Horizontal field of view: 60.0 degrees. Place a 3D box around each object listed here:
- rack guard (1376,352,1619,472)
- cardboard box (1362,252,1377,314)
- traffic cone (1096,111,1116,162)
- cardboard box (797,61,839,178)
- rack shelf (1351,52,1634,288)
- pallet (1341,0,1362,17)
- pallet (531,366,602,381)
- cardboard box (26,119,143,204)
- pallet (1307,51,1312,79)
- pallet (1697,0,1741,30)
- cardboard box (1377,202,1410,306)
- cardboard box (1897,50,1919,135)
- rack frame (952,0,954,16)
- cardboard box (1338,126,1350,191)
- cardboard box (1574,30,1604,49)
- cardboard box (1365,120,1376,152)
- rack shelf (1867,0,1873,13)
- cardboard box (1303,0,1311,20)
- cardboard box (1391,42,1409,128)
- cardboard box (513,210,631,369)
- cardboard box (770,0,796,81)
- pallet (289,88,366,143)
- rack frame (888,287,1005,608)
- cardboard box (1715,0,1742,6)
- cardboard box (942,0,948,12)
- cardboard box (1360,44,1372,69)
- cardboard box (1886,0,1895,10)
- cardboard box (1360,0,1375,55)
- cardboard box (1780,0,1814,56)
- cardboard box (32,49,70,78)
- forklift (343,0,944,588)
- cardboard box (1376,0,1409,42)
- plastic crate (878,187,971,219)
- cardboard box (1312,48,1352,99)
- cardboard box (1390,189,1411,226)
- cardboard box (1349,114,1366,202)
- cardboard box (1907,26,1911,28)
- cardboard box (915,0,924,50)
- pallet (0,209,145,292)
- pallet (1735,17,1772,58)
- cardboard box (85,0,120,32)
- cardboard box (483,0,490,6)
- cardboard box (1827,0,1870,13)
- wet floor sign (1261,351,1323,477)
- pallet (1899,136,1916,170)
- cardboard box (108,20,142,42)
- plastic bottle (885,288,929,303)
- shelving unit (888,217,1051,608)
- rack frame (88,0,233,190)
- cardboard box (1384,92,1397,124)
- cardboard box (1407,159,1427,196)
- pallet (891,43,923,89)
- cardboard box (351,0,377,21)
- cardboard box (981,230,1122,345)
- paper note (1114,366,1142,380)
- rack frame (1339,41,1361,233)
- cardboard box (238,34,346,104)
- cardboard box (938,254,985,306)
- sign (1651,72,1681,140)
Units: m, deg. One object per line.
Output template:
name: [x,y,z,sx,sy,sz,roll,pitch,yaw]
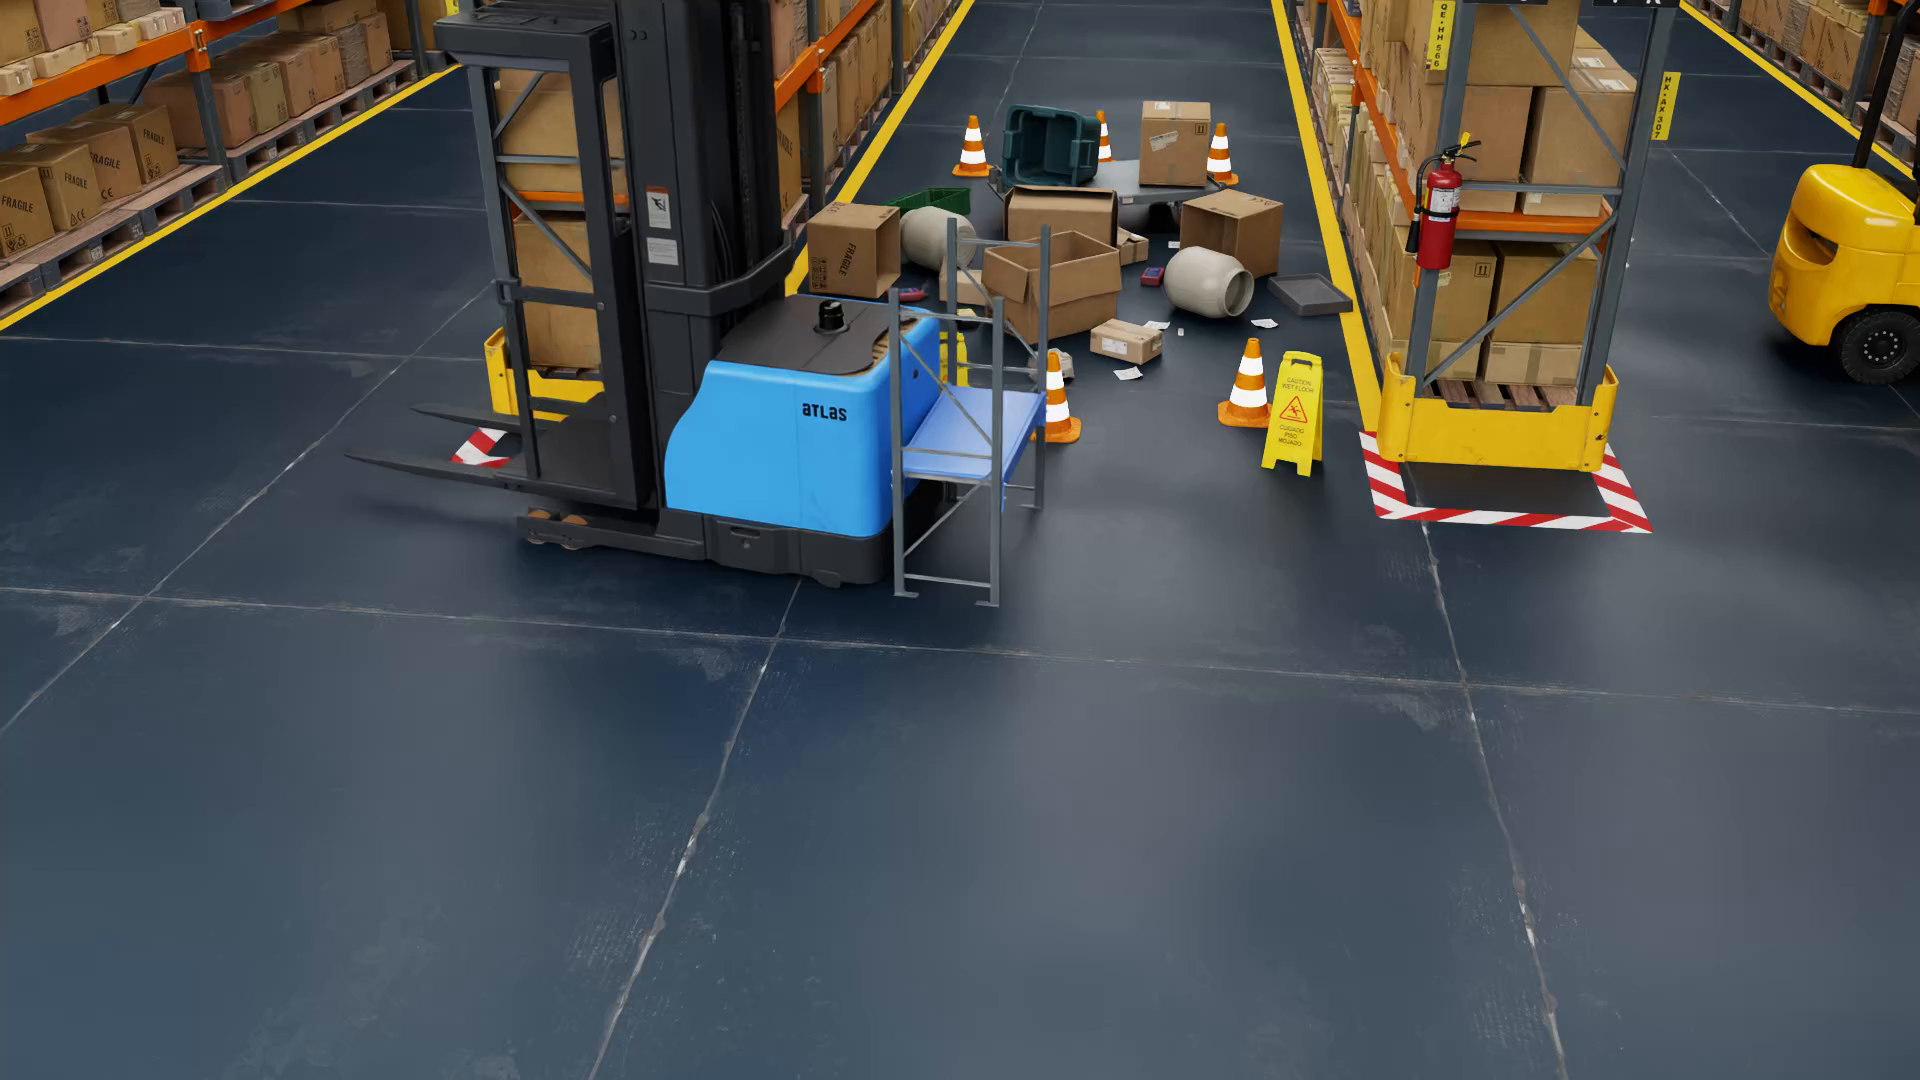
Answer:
rack guard: [2.894,-0.697,9.017,1.175,0.500,0.348,3,28,6]
cardboard box: [2.846,-1.623,10.555,0.500,0.250,0.500,2,28,4]
traffic cone: [1.180,-3.388,14.050,0.336,0.463,0.334,3,28,6]
cardboard box: [-1.564,-3.377,13.285,1.050,0.750,0.750,3,28,6]
rack shelf: [3.129,-2.387,10.276,1.077,0.370,4.000,3,28,6]
pallet: [3.663,-4.509,13.659,1.003,0.211,1.213,3,28,6]
pallet: [-2.020,-1.155,10.172,1.003,0.211,1.213,3,28,6]
cardboard box: [-6.612,-2.849,12.569,0.500,0.500,0.500,13,31,22]
pallet: [4.036,-4.667,16.690,1.003,0.211,1.213,3,28,6]
pallet: [9.367,-6.219,19.572,1.003,0.211,1.213,3,28,6]
cardboard box: [2.784,-1.705,9.917,0.500,0.500,0.500,4,29,8]
cardboard box: [8.629,-3.780,14.164,0.875,0.625,0.625,4,29,8]
rack frame: [-0.570,-7.651,19.288,1.000,3.000,0.127,3,28,6]
cardboard box: [3.436,-2.920,12.835,0.950,0.372,0.625,4,29,7]
cardboard box: [3.339,-2.628,9.546,0.500,0.500,0.500,3,28,5]
cardboard box: [2.898,-2.676,11.035,0.380,0.149,0.250,4,29,8]
rack shelf: [9.036,-5.866,16.734,1.077,0.370,4.000,3,28,6]
cardboard box: [4.358,-6.364,18.697,0.875,0.875,0.875,4,29,8]
cardboard box: [2.808,-2.679,9.641,0.500,0.500,0.500,3,28,6]
cardboard box: [-2.023,-1.575,9.808,0.875,0.875,0.875,4,29,6]
cardboard box: [-1.629,-3.516,11.456,0.875,0.550,0.550,3,28,6]
pallet: [-6.220,-3.936,15.333,1.003,0.211,1.213,3,28,6]
rack frame: [-0.059,-0.382,7.378,0.500,1.500,0.032,7,29,12]
cardboard box: [9.058,-6.333,19.406,0.380,0.149,0.250,3,28,5]
cardboard box: [-0.411,-6.372,19.108,0.500,0.500,0.500,3,28,5]
cardboard box: [3.018,-3.405,11.672,0.380,0.149,0.250,3,28,6]
cardboard box: [9.300,-5.206,16.260,0.380,0.149,0.250,2,28,4]
cardboard box: [3.044,-3.629,11.404,0.500,0.500,0.500,3,28,6]
cardboard box: [8.808,-5.264,17.051,0.500,0.500,0.500,2,28,4]
cardboard box: [-6.394,-3.287,11.453,0.380,0.149,0.250,3,28,6]
forklift: [-1.659,-1.468,7.884,3.031,2.935,1.130,9,30,16]
cardboard box: [2.760,-3.114,9.395,0.700,0.500,0.500,3,28,6]
plastic crate: [-0.272,-2.514,12.659,0.450,0.188,0.662,9,28,37]
cardboard box: [3.785,-4.290,15.379,0.950,0.372,0.625,1,28,3]
cardboard box: [2.702,-1.921,9.635,0.380,0.149,0.250,4,29,8]
cardboard box: [3.034,-2.687,11.741,0.500,0.500,0.500,5,29,9]
cardboard box: [9.201,-4.737,16.074,0.500,0.500,0.500,3,29,6]
cardboard box: [-0.662,-5.407,17.317,0.500,0.500,0.500,4,29,7]
pallet: [-6.655,-2.099,11.924,1.003,0.211,1.213,3,28,6]
pallet: [9.219,-5.511,18.257,1.003,0.211,1.213,3,28,6]
cardboard box: [-6.674,-3.954,12.008,0.875,0.500,0.500,3,28,6]
cardboard box: [-5.749,-6.096,18.200,1.225,0.875,0.875,3,29,6]
cardboard box: [8.757,-5.231,16.307,0.380,0.149,0.250,4,29,8]
wet floor sign: [1.799,-0.698,8.866,0.267,0.644,0.232,14,31,24]
pallet: [8.500,-3.056,13.699,1.003,0.211,1.213,3,28,6]
cardboard box: [-6.326,-3.761,12.333,0.380,0.149,0.250,3,28,6]
plastic bottle: [-0.359,-1.661,11.269,0.283,0.061,0.133,-6,29,-11]
shelving unit: [0.063,-0.616,7.812,0.538,1.500,1.048,7,29,12]
rack frame: [-6.461,-4.221,12.922,1.000,3.000,0.127,3,28,6]
cardboard box: [2.848,-2.683,10.332,0.380,0.149,0.250,3,28,6]
cardboard box: [2.639,-1.966,9.001,0.380,0.149,0.250,3,28,6]
pallet: [-0.963,-4.908,17.137,1.003,0.211,1.213,3,28,6]
cardboard box: [-6.023,-5.210,16.139,0.500,0.250,0.500,4,29,8]
cardboard box: [0.587,-1.637,10.758,0.797,0.503,0.637,-17,33,-29]
paper note: [1.025,-1.016,10.103,0.148,0.019,0.142,-6,29,-11]
rack frame: [3.375,-3.645,11.853,1.000,3.000,0.127,3,28,6]
cardboard box: [-6.151,-4.351,15.336,0.700,0.500,0.500,6,29,10]
cardboard box: [0.067,-1.765,11.246,0.396,0.266,0.258,8,29,15]
sign: [3.423,-2.112,8.094,0.100,0.325,0.005,3,28,6]
